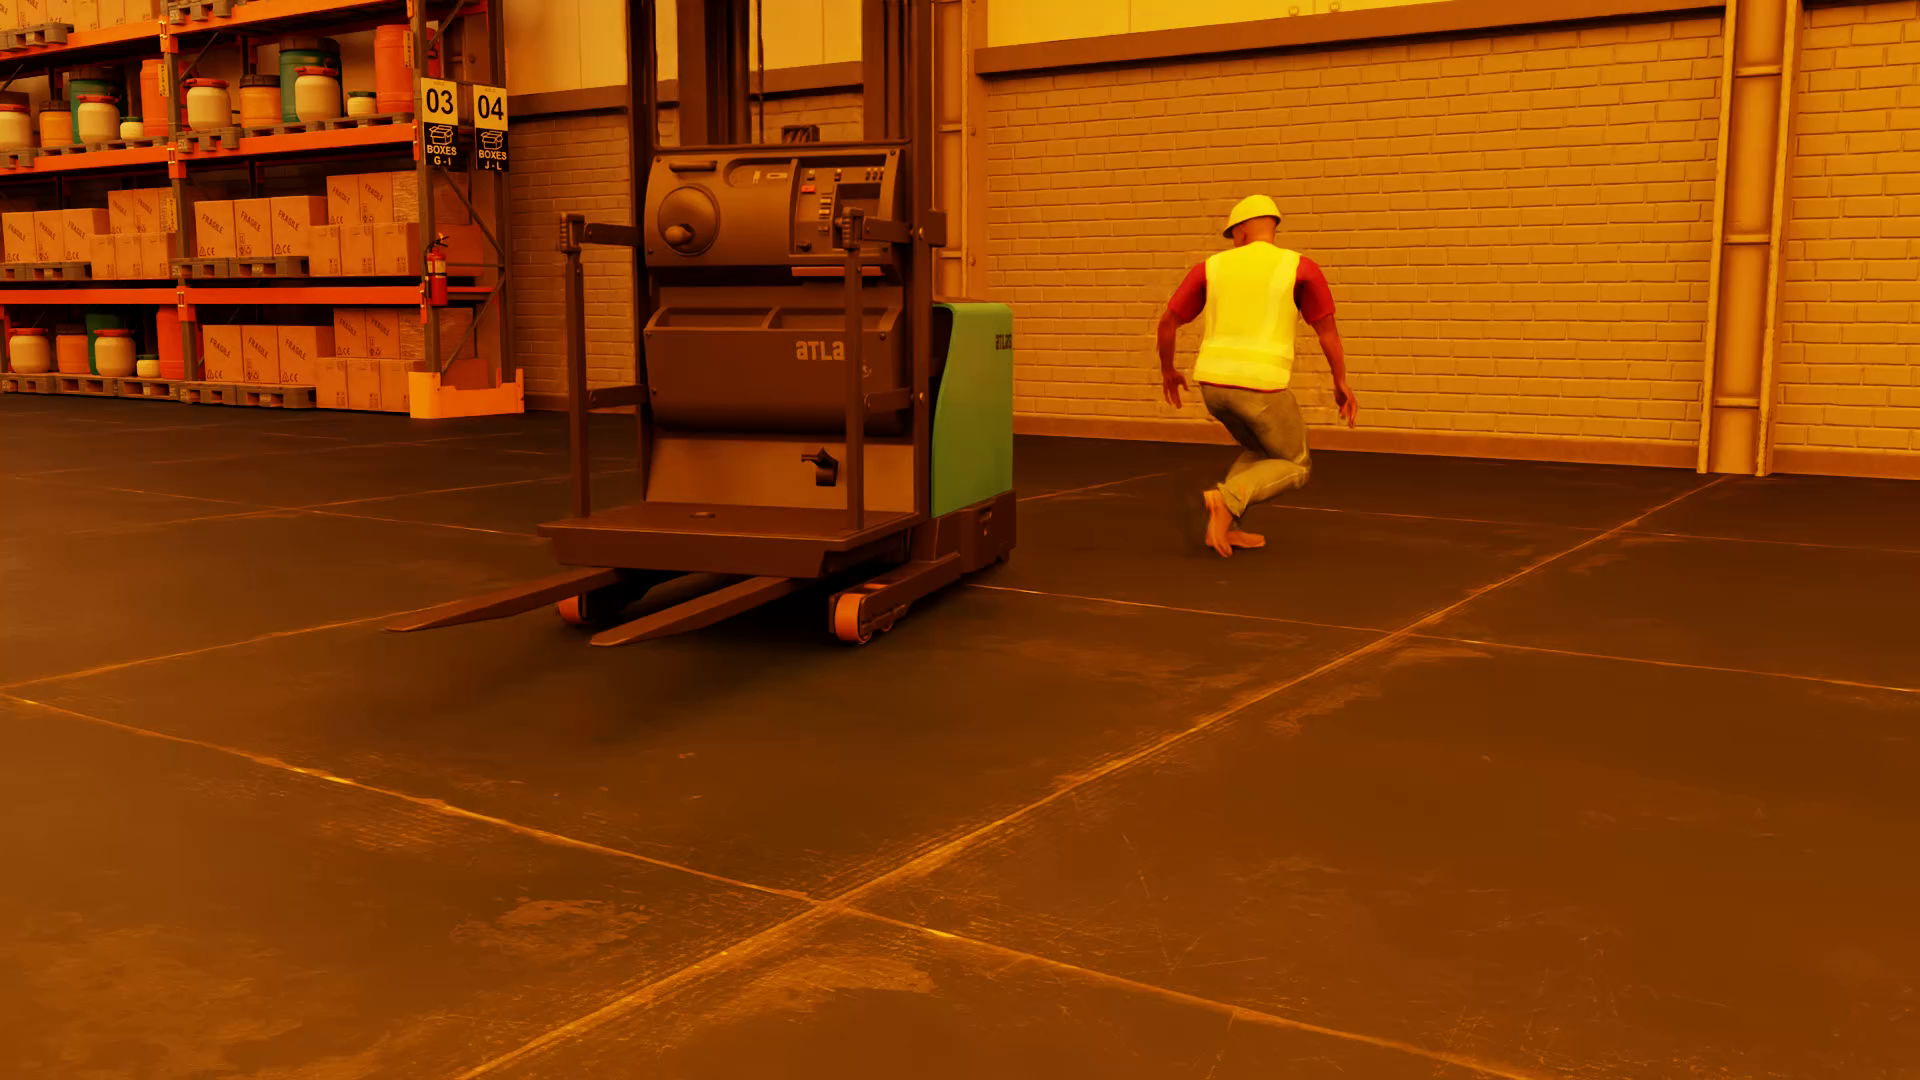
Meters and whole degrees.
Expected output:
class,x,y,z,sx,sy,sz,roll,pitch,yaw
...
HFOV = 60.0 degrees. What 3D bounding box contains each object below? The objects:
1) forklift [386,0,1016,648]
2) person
class,x,y,z,sx,sy,sz,roll,pitch,yaw
forklift,-0.717,-1.184,5.516,1.130,2.935,3.031,3,9,18
person,1.232,-0.714,7.186,0.872,1.555,0.644,8,11,43
